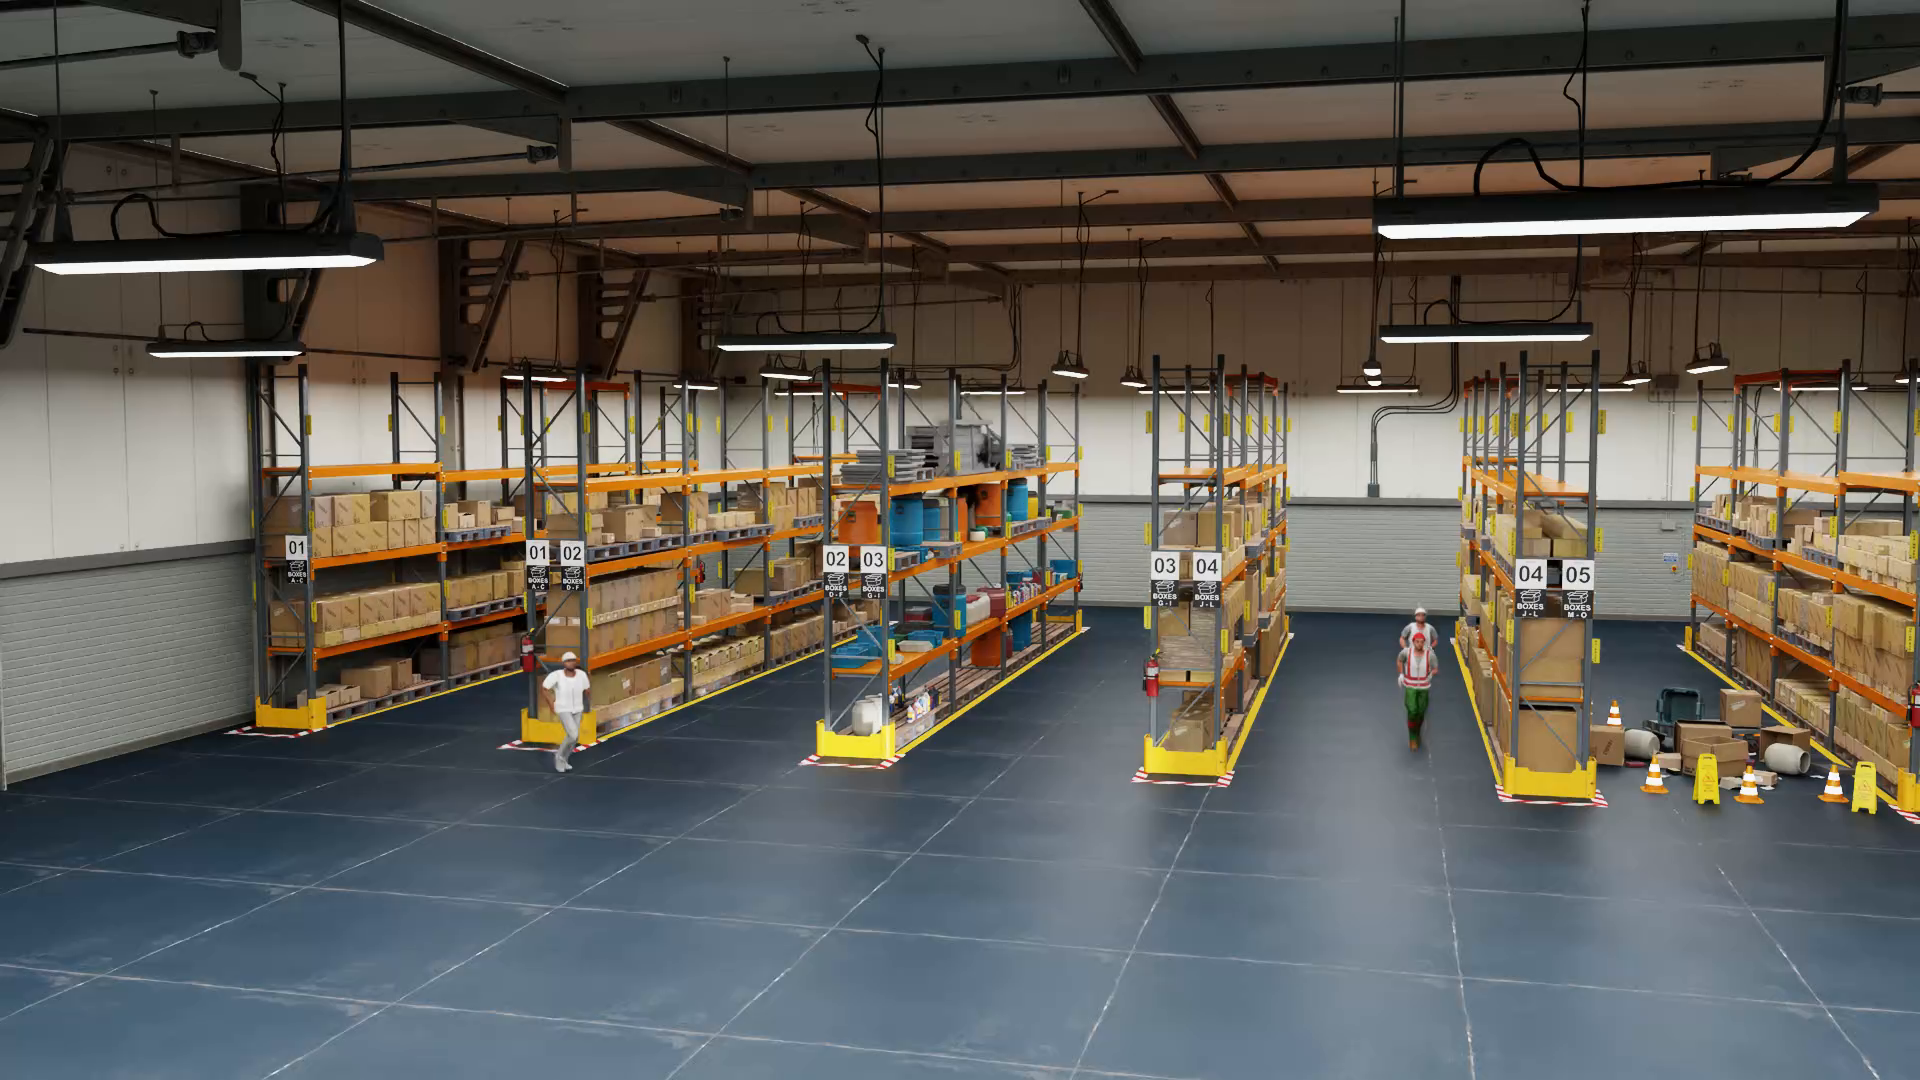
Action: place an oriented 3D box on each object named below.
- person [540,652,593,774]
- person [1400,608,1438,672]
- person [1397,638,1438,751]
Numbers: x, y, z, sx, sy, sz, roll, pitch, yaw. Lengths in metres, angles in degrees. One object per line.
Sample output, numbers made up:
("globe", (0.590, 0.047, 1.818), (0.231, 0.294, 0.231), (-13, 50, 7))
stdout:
("person", (-5.596, 2.481, 23.943), (0.669, 1.757, 0.669), (-4, 5, -44))
("person", (8.218, 2.084, 29.720), (0.657, 1.735, 0.594), (1, 4, 8))
("person", (7.139, 2.356, 25.933), (0.574, 1.783, 0.912), (0, 4, 4))
